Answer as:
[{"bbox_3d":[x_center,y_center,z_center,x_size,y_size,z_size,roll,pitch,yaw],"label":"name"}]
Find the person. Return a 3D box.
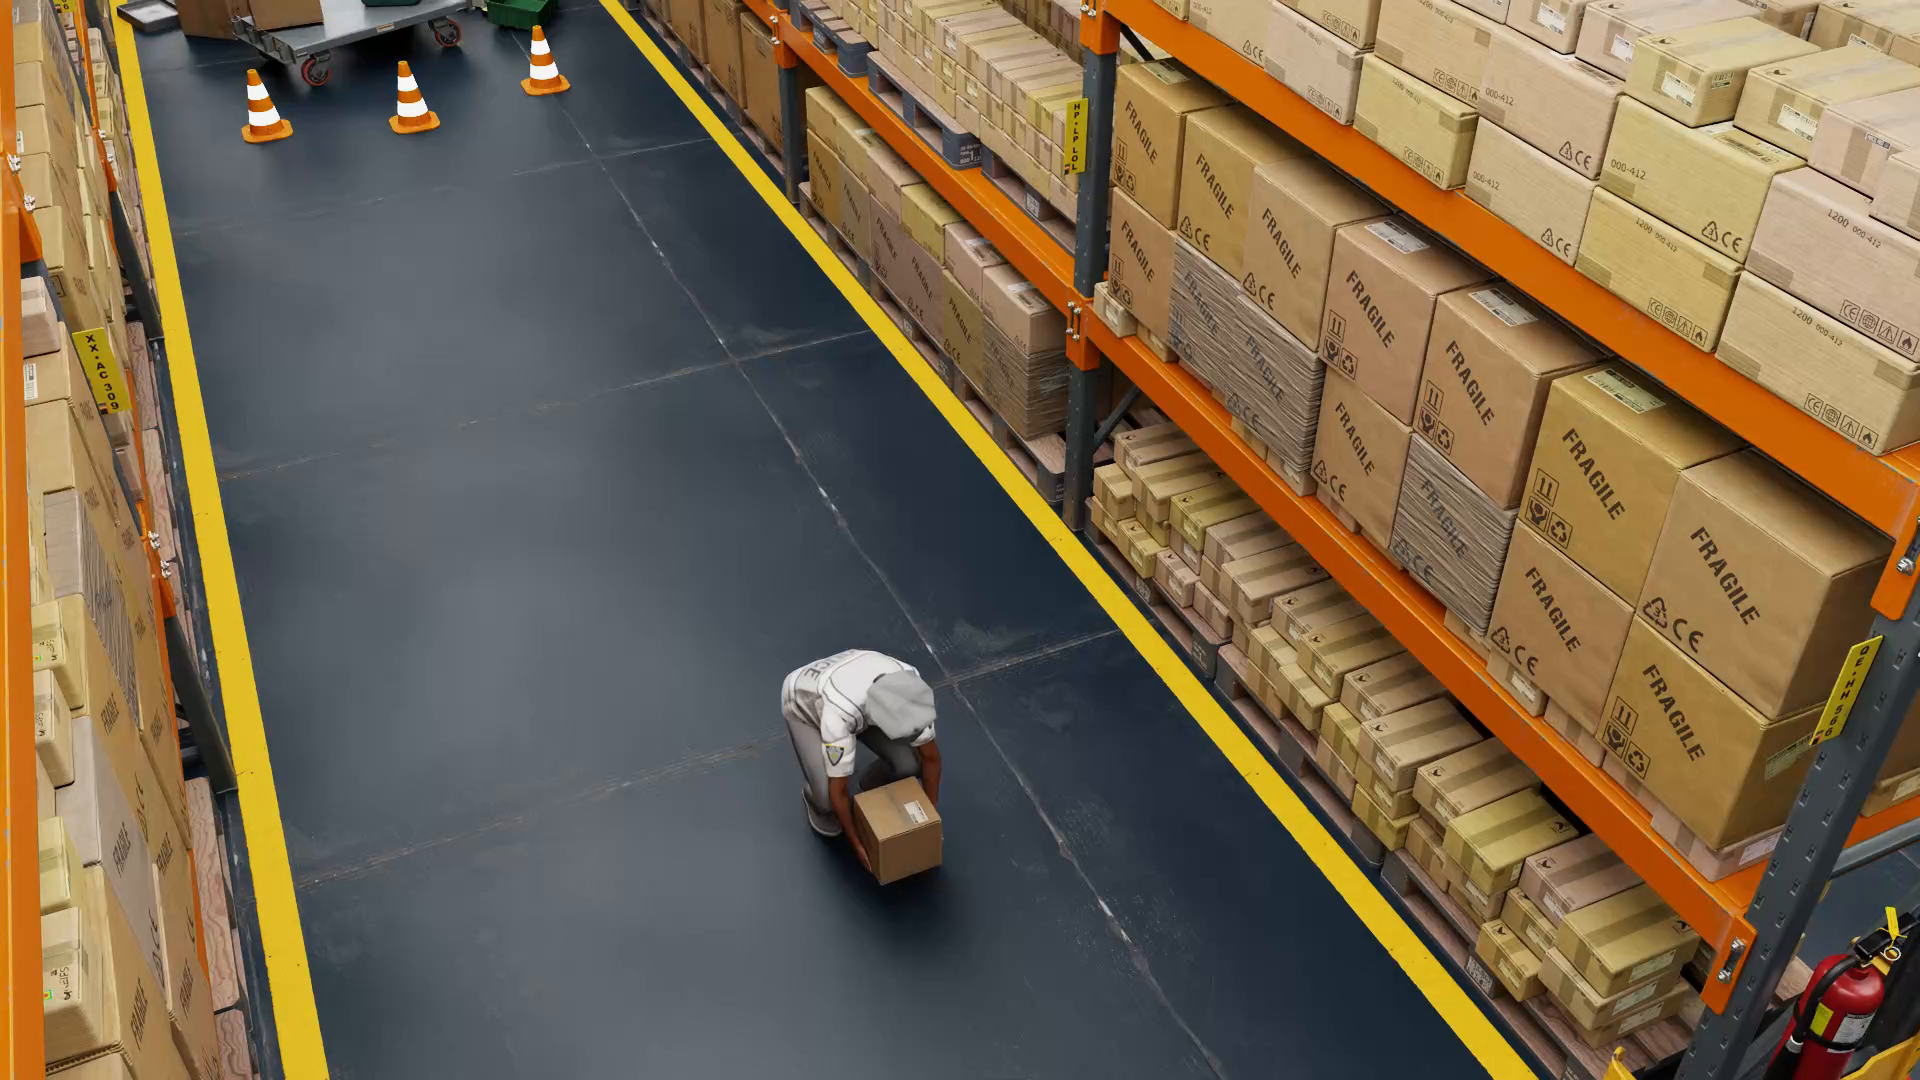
[{"bbox_3d":[-0.379,0.767,6.432,0.481,0.968,0.838,-16,40,-20],"label":"person"}]
